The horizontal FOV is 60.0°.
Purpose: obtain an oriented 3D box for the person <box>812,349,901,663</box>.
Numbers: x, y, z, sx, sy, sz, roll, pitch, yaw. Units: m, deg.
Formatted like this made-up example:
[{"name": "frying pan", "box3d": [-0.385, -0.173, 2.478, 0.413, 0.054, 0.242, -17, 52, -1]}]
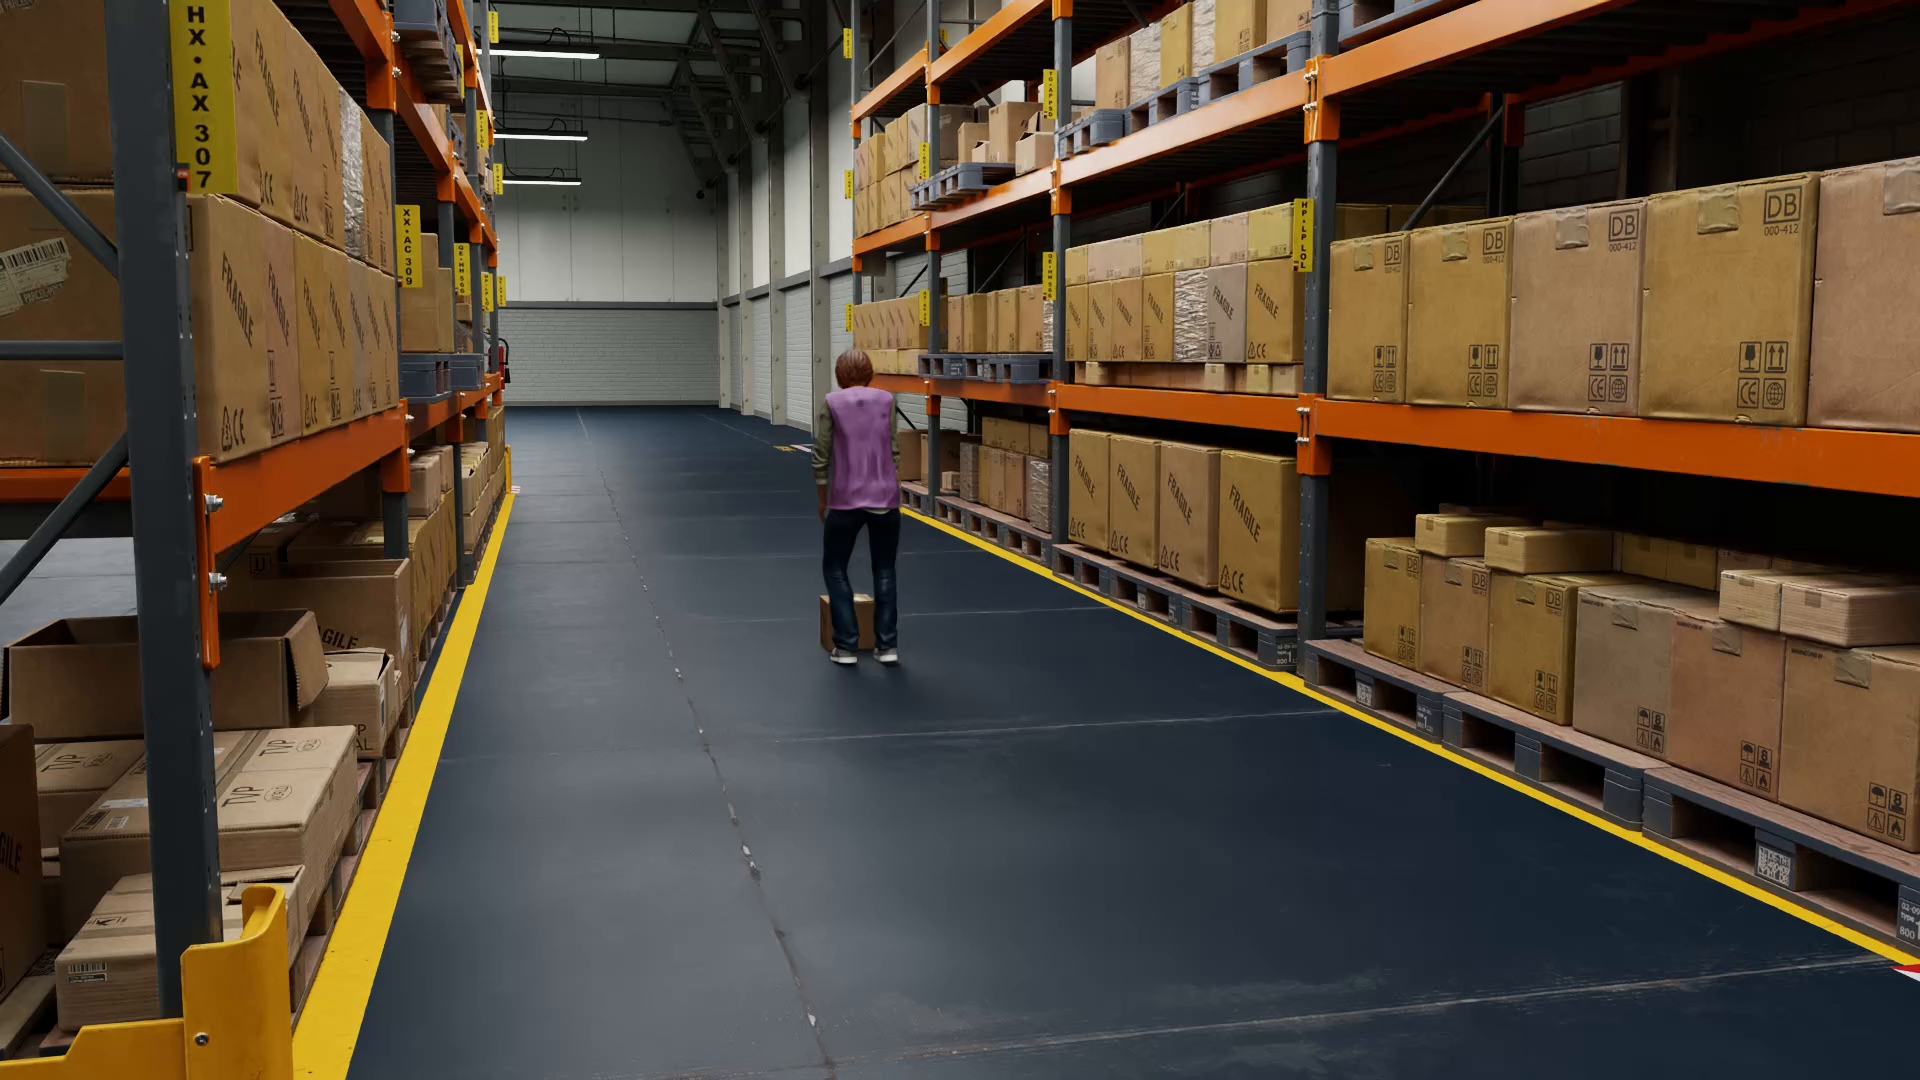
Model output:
[{"name": "person", "box3d": [-0.501, -0.158, 8.109, 0.433, 1.539, 0.417, -1, 6, -12]}]
